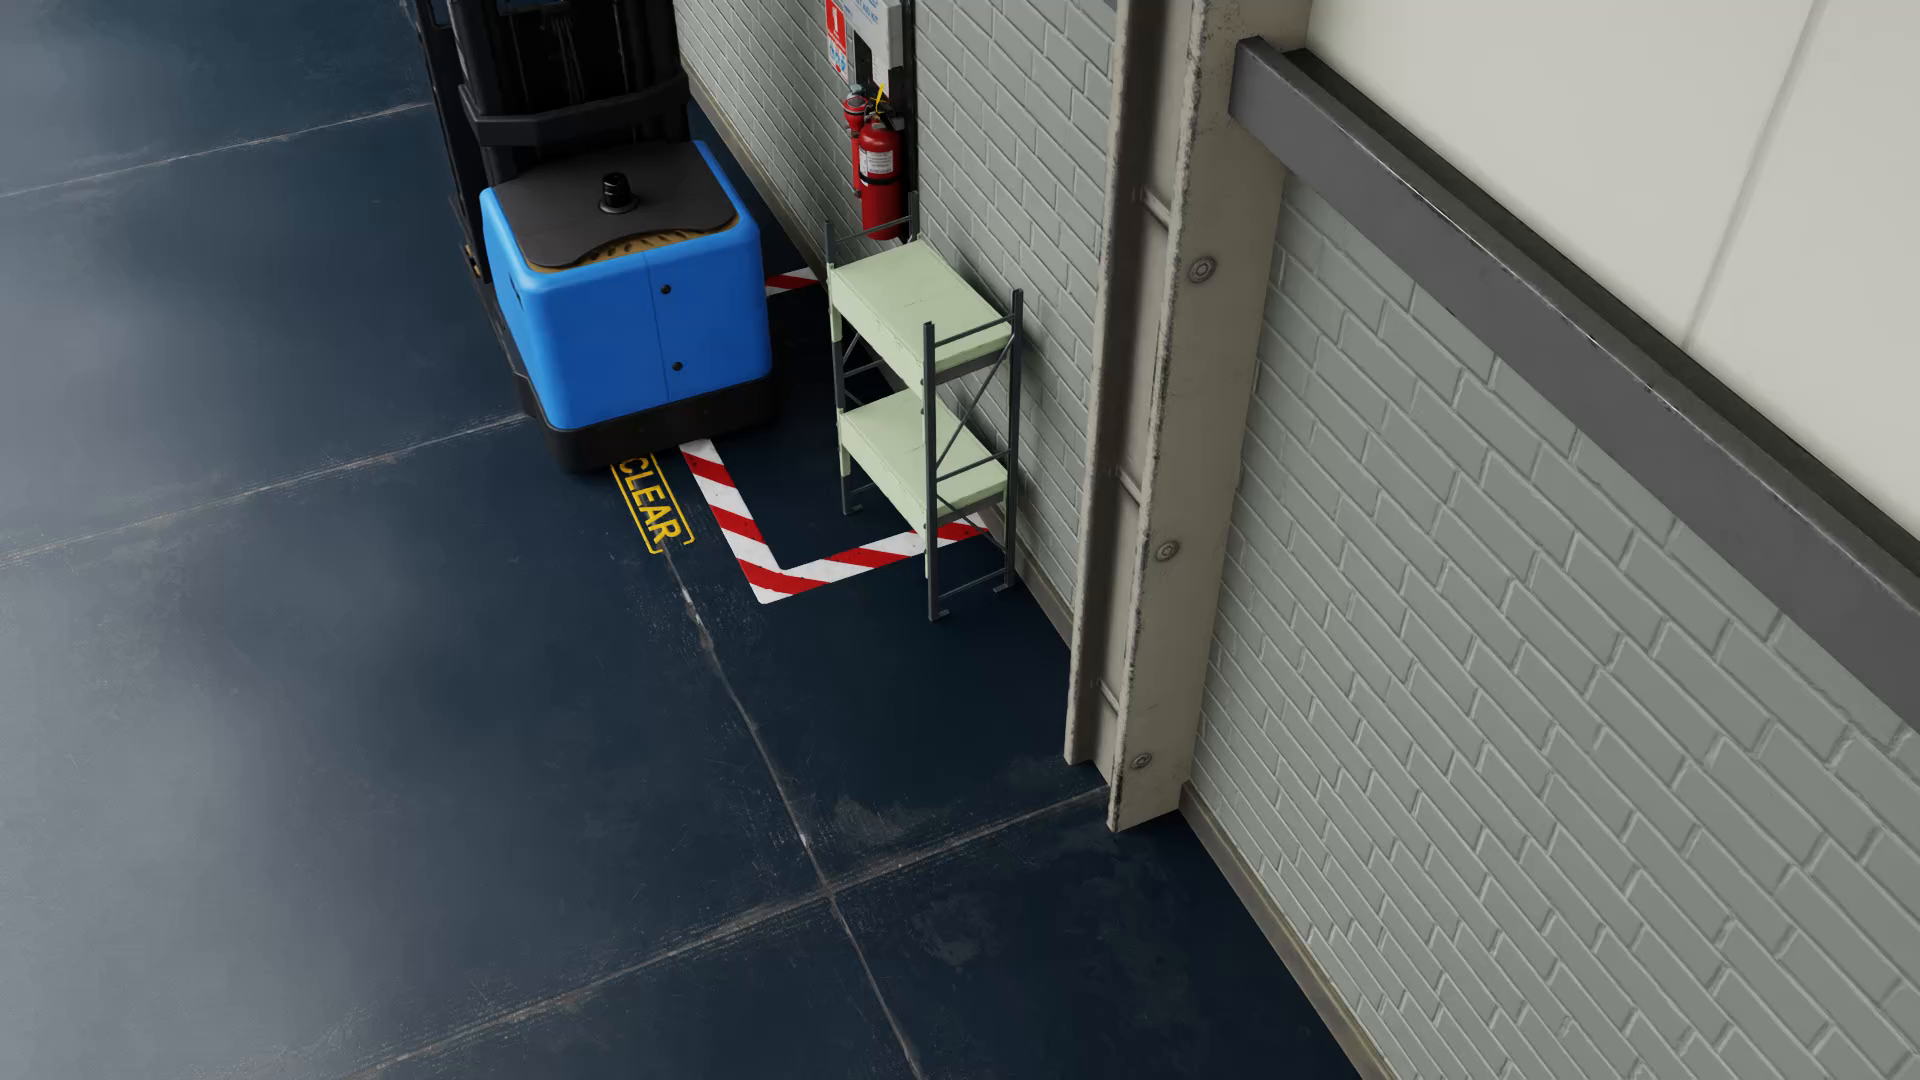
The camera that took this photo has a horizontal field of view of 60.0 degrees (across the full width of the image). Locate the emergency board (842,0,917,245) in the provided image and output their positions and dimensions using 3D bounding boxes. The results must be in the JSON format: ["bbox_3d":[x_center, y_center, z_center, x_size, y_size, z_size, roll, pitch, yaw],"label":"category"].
[{"bbox_3d":[-0.391,-1.760,6.767,0.194,1.169,0.643,-18,47,-17],"label":"emergency board"}]

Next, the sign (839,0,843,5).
[{"bbox_3d":[-0.536,-2.338,6.950,0.001,0.109,0.331,-18,47,-17],"label":"sign"}]

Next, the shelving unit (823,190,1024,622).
[{"bbox_3d":[-0.142,-0.499,6.557,0.431,1.500,0.755,-23,49,-22],"label":"shelving unit"}]

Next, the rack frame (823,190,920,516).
[{"bbox_3d":[-0.332,-0.719,6.779,0.400,1.500,0.023,-23,49,-22],"label":"rack frame"}]

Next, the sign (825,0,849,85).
[{"bbox_3d":[-0.530,-2.155,7.142,0.001,0.329,0.234,-18,47,-17],"label":"sign"}]

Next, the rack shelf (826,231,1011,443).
[{"bbox_3d":[-0.142,-0.777,6.283,0.431,0.370,0.720,-23,49,-22],"label":"rack shelf"}]

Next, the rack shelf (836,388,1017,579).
[{"bbox_3d":[-0.142,-0.267,6.786,0.431,0.370,0.720,-23,49,-22],"label":"rack shelf"}]

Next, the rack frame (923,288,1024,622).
[{"bbox_3d":[0.049,-0.280,6.334,0.400,1.500,0.023,-23,49,-22],"label":"rack frame"}]

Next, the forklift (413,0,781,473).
[{"bbox_3d":[-1.891,-2.382,7.446,1.130,2.935,3.031,-18,47,-17],"label":"forklift"}]

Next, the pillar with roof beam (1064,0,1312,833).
[{"bbox_3d":[-3.293,-1.038,1.764,9.100,9.000,0.400,-18,47,-17],"label":"pillar with roof beam"}]
